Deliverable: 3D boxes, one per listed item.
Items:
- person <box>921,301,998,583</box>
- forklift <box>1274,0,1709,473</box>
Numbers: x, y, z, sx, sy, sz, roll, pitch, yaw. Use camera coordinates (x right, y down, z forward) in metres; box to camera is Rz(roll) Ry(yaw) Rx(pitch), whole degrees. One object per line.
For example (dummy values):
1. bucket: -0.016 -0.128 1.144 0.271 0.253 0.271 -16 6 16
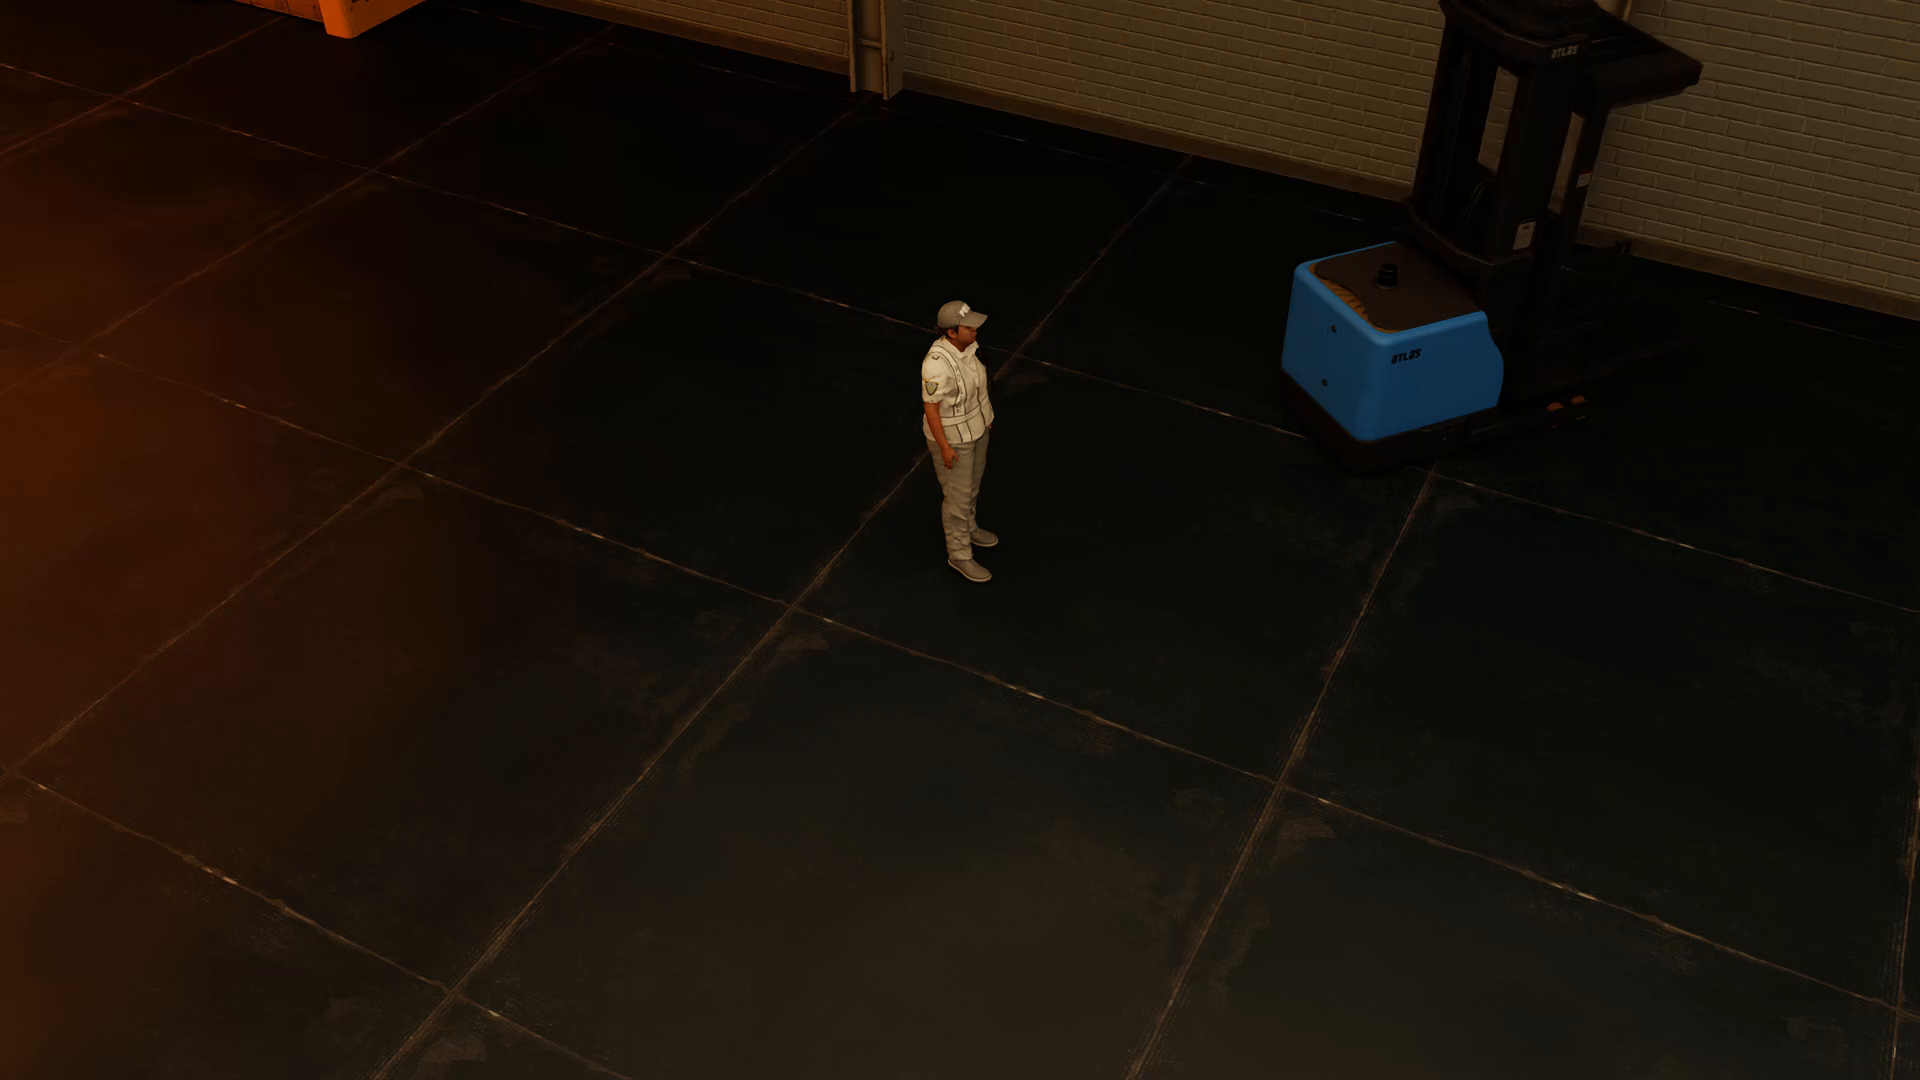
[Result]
1. person: 0.058 -0.608 9.678 0.529 1.670 0.599 18 43 21
2. forklift: 3.705 -2.173 10.567 3.031 2.935 1.130 -16 43 -18
